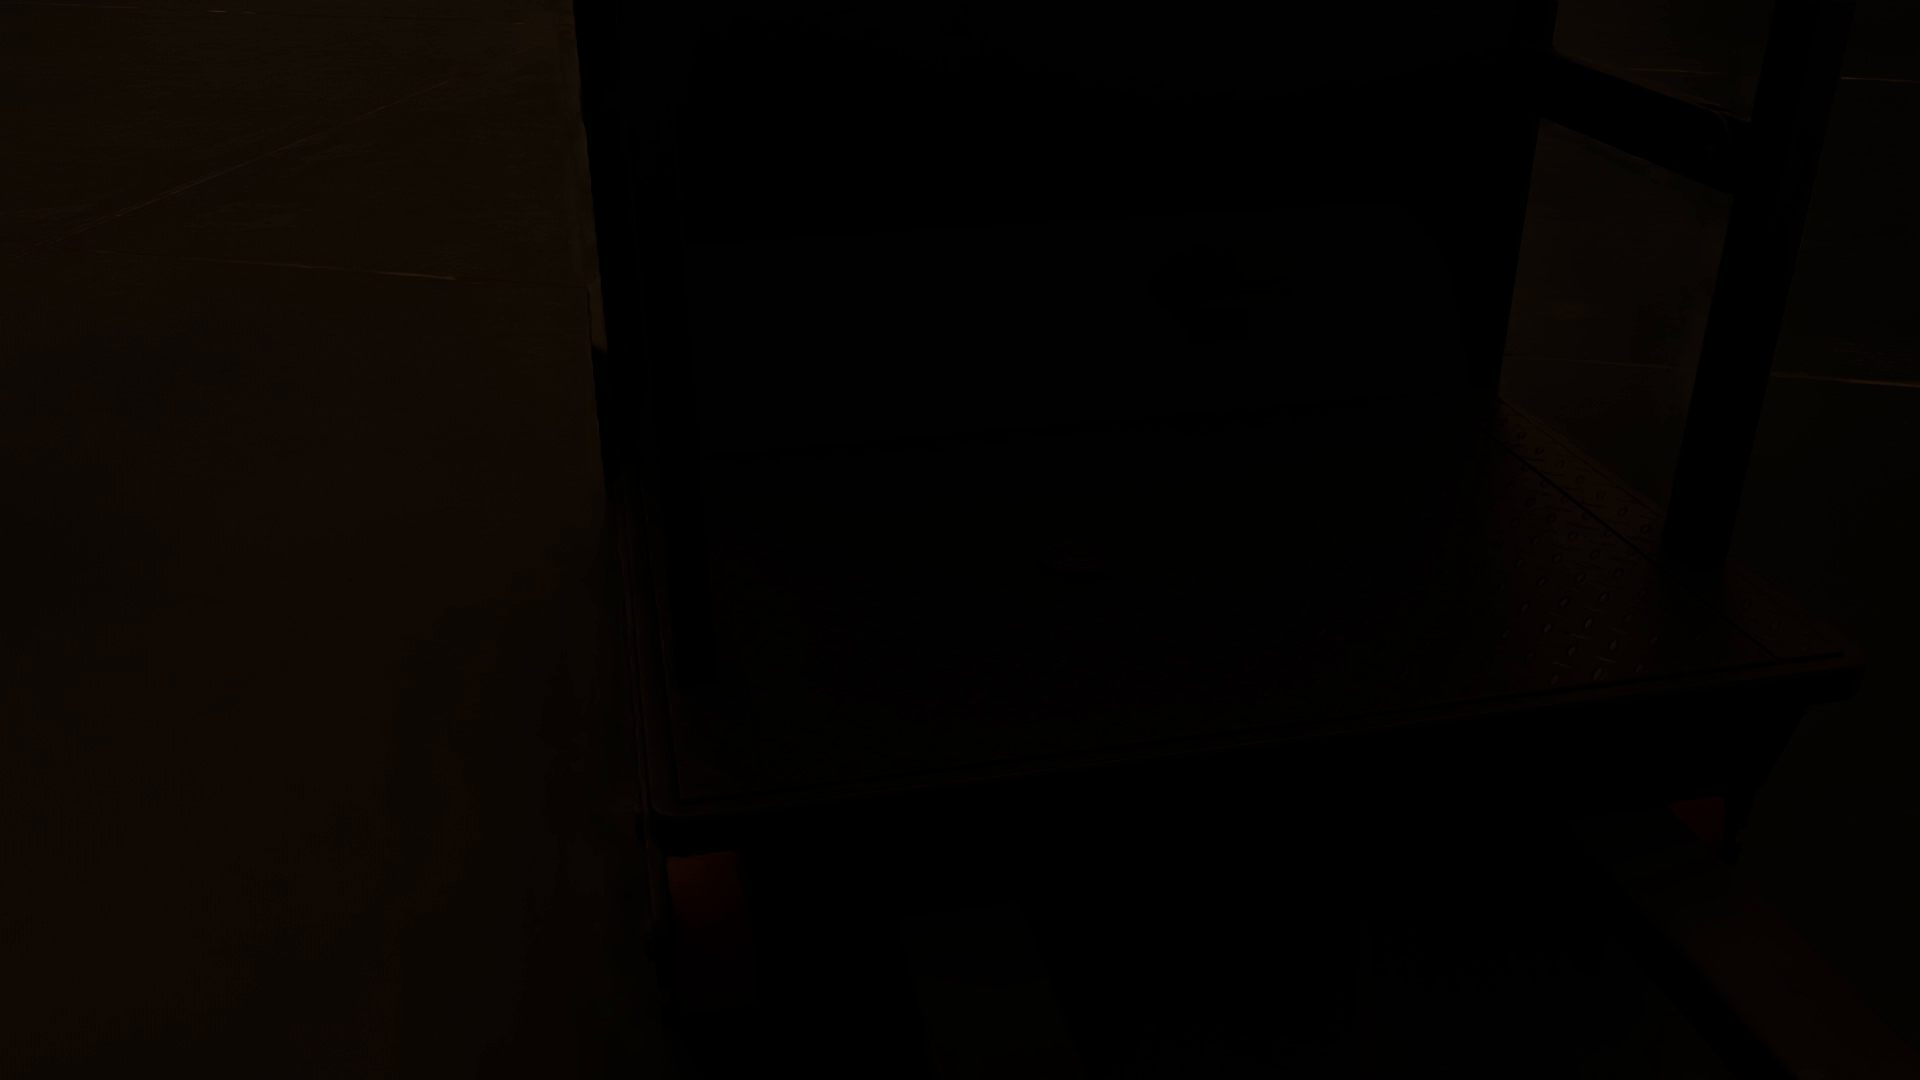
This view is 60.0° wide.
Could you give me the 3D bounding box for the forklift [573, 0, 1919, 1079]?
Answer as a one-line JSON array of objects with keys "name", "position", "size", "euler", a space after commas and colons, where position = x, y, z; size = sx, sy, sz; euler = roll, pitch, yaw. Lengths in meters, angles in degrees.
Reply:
[{"name": "forklift", "position": [0.190, -1.035, 1.298], "size": [1.130, 2.935, 3.031], "euler": [-6, 27, -11]}]
